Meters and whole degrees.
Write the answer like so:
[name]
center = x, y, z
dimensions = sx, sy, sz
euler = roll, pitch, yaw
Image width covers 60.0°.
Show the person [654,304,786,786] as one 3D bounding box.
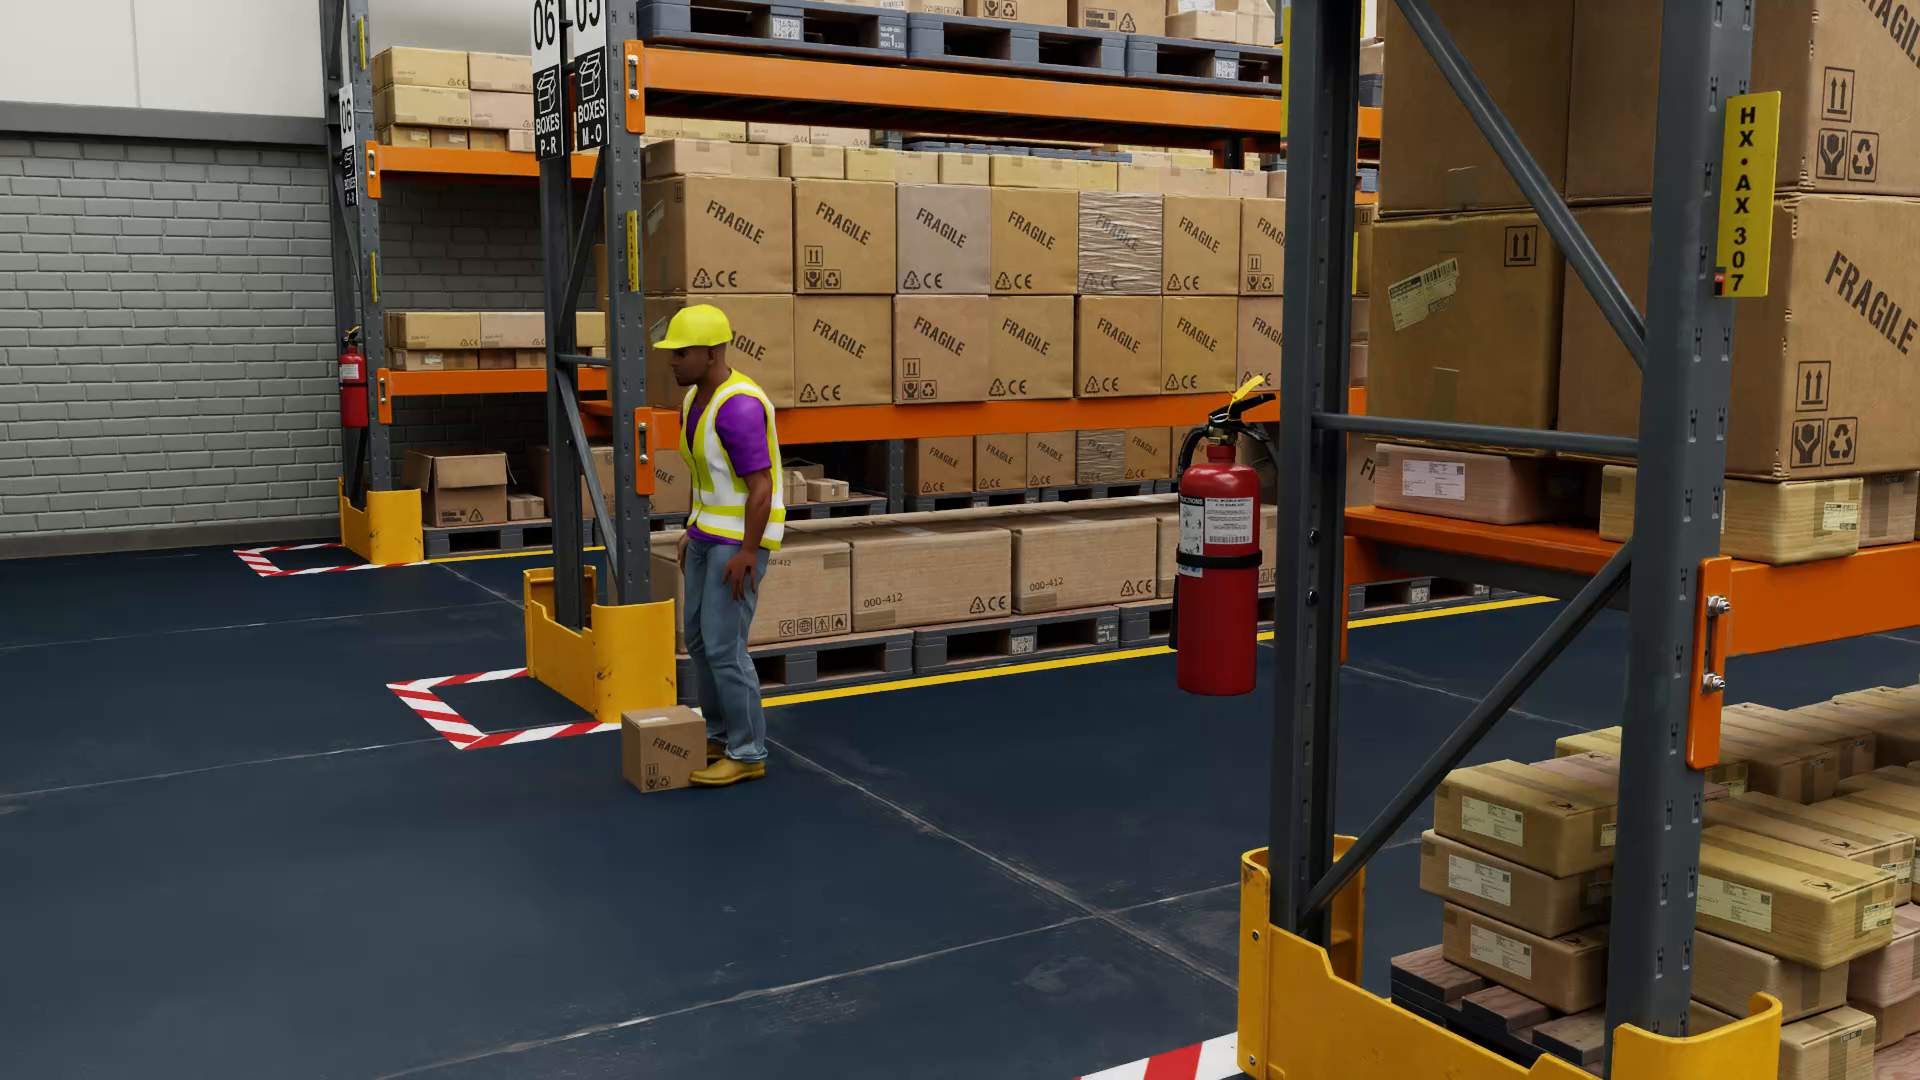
[person]
center = -0.900, 0.013, 6.174
dimensions = 0.459, 1.759, 0.627
euler = -4, 9, -28
